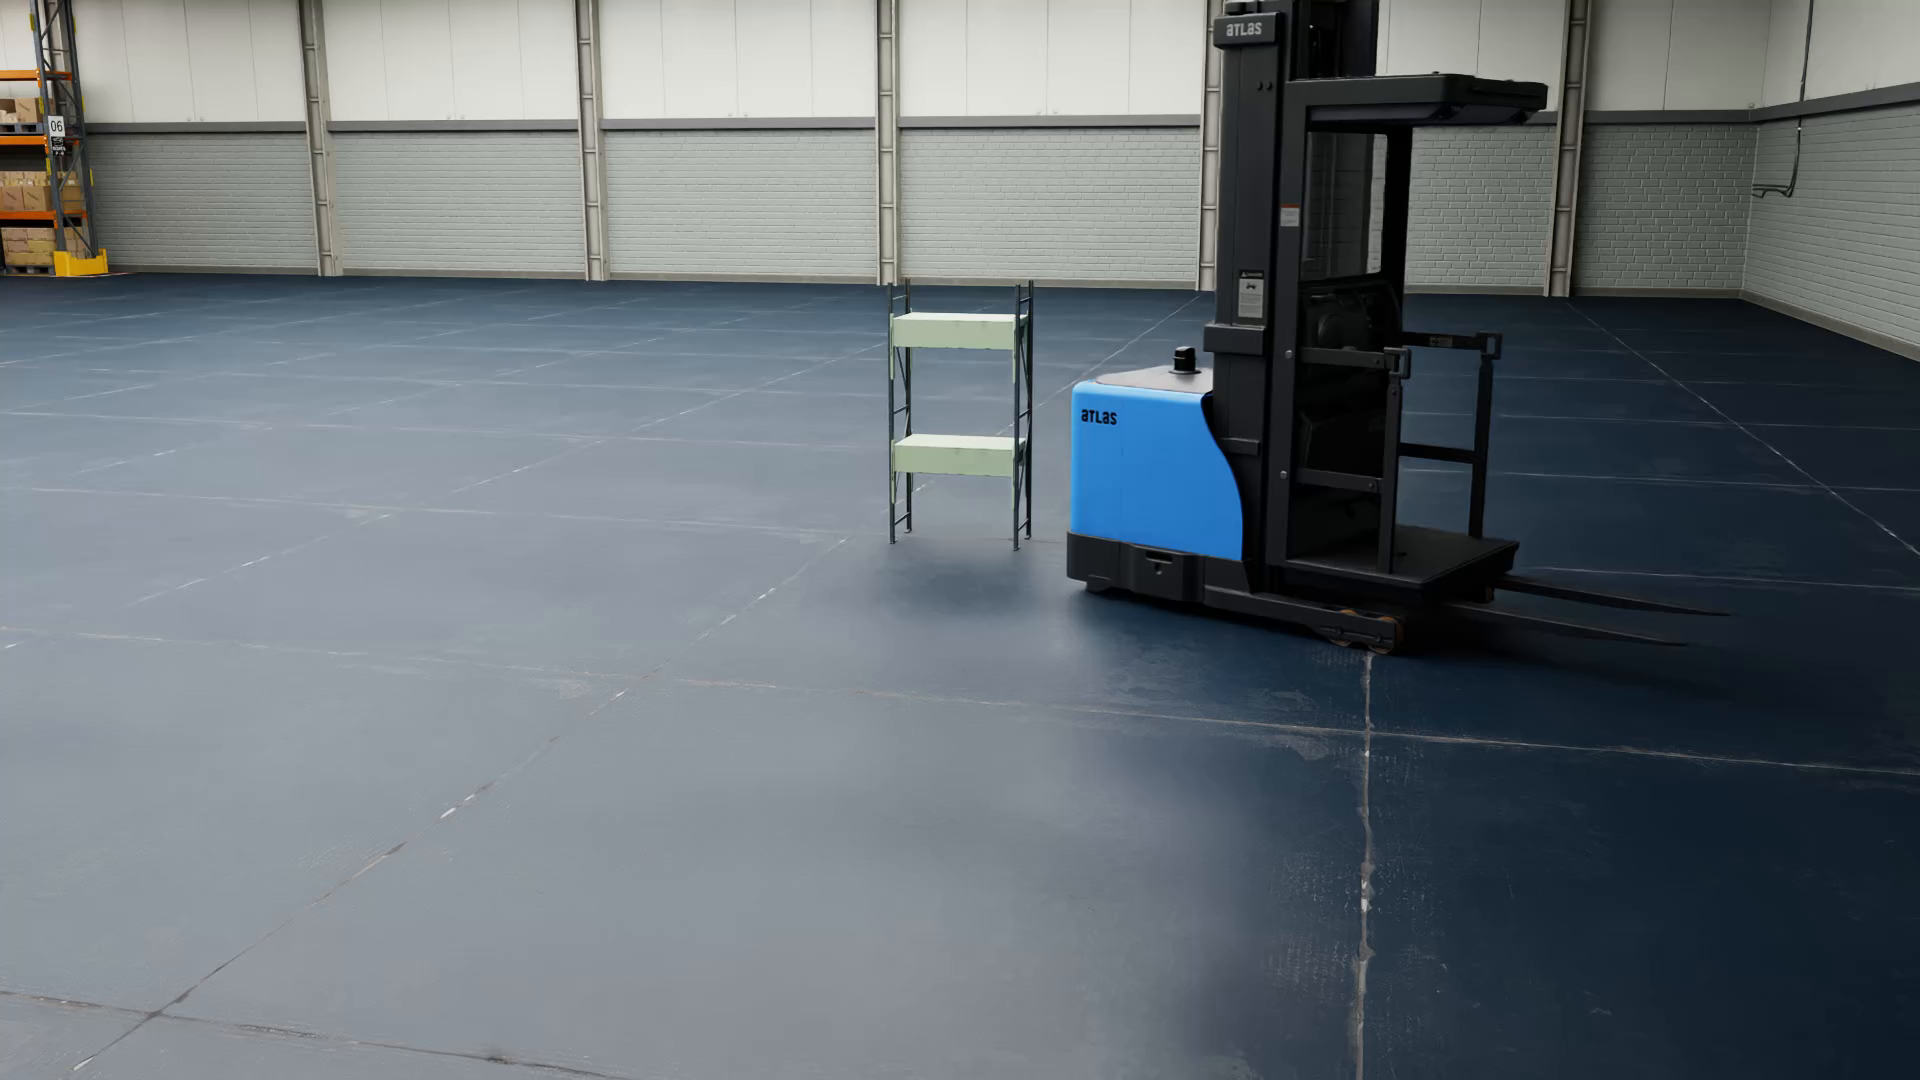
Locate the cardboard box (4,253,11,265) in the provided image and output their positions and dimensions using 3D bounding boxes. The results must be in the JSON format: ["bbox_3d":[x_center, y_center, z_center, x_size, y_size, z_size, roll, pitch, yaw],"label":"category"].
[{"bbox_3d":[-19.855,-5.890,34.735,0.500,0.250,0.500,3,13,14],"label":"cardboard box"}]

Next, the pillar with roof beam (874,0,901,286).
[{"bbox_3d":[-2.375,-8.329,26.498,0.400,9.000,9.100,3,13,14],"label":"pillar with roof beam"}]

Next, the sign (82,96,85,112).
[{"bbox_3d":[-18.221,-9.060,34.518,0.005,0.325,0.100,3,13,14],"label":"sign"}]

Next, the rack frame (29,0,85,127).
[{"bbox_3d":[-18.359,-9.942,33.771,0.127,3.000,1.000,3,13,14],"label":"rack frame"}]

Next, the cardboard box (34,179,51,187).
[{"bbox_3d":[-18.763,-7.338,34.156,0.250,0.149,0.380,3,13,14],"label":"cardboard box"}]

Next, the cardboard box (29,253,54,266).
[{"bbox_3d":[-18.891,-5.834,34.484,0.500,0.250,0.500,3,13,14],"label":"cardboard box"}]

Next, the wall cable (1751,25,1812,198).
[{"bbox_3d":[12.850,-6.664,26.165,0.112,2.526,3.097,3,13,14],"label":"wall cable"}]

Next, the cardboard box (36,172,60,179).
[{"bbox_3d":[-18.758,-7.499,34.192,0.250,0.149,0.380,3,13,14],"label":"cardboard box"}]

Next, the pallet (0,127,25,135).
[{"bbox_3d":[-20.228,-8.540,34.579,1.213,0.211,1.003,3,13,14],"label":"pallet"}]

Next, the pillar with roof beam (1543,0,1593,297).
[{"bbox_3d":[9.275,-7.706,23.691,0.400,9.000,9.100,3,13,14],"label":"pillar with roof beam"}]

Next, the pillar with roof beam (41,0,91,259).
[{"bbox_3d":[-19.851,-9.263,30.708,0.400,9.000,9.100,3,13,14],"label":"pillar with roof beam"}]

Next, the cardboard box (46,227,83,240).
[{"bbox_3d":[-18.781,-6.429,34.857,0.500,0.250,0.500,3,13,13],"label":"cardboard box"}]

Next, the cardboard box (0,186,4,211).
[{"bbox_3d":[-19.899,-7.088,34.526,0.500,0.500,0.500,3,13,12],"label":"cardboard box"}]

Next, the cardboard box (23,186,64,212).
[{"bbox_3d":[-18.900,-7.033,34.276,0.500,0.500,0.500,3,13,12],"label":"cardboard box"}]

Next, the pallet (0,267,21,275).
[{"bbox_3d":[-20.293,-5.747,35.150,1.213,0.211,1.003,3,13,14],"label":"pallet"}]

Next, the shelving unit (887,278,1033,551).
[{"bbox_3d":[0.006,-0.732,9.570,0.755,1.500,0.431,3,13,14],"label":"shelving unit"}]

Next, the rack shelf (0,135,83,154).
[{"bbox_3d":[-20.301,-8.231,34.642,4.000,0.370,1.077,3,13,14],"label":"rack shelf"}]

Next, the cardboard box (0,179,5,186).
[{"bbox_3d":[-19.764,-7.391,34.392,0.250,0.149,0.380,3,13,12],"label":"cardboard box"}]

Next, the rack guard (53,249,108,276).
[{"bbox_3d":[-18.336,-5.792,34.686,0.348,0.500,1.175,3,13,14],"label":"rack guard"}]

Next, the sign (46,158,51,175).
[{"bbox_3d":[-18.503,-7.581,33.759,0.005,0.325,0.100,3,13,14],"label":"sign"}]

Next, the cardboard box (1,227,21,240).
[{"bbox_3d":[-19.871,-6.372,34.600,0.500,0.250,0.500,3,13,14],"label":"cardboard box"}]

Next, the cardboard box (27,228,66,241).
[{"bbox_3d":[-18.881,-6.323,34.377,0.500,0.250,0.500,4,13,15],"label":"cardboard box"}]

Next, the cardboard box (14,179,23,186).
[{"bbox_3d":[-19.256,-7.372,34.306,0.250,0.149,0.380,3,13,15],"label":"cardboard box"}]

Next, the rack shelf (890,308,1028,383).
[{"bbox_3d":[0.006,-1.113,9.485,0.720,0.370,0.431,3,13,14],"label":"rack shelf"}]

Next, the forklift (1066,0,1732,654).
[{"bbox_3d":[2.004,-1.051,7.703,3.031,2.935,1.130,10,16,39],"label":"forklift"}]

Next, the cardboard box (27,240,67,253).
[{"bbox_3d":[-18.907,-6.080,34.437,0.500,0.250,0.500,3,13,13],"label":"cardboard box"}]

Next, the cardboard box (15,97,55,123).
[{"bbox_3d":[-18.848,-8.752,33.902,0.500,0.500,0.500,3,13,15],"label":"cardboard box"}]

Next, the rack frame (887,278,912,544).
[{"bbox_3d":[-0.349,-0.751,9.655,0.023,1.500,0.400,3,13,14],"label":"rack frame"}]

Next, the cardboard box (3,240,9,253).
[{"bbox_3d":[-19.897,-6.131,34.665,0.500,0.250,0.500,3,13,12],"label":"cardboard box"}]

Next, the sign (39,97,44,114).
[{"bbox_3d":[-18.503,-8.758,33.498,0.005,0.325,0.100,3,13,14],"label":"sign"}]

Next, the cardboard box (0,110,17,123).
[{"bbox_3d":[-19.483,-8.659,34.020,0.258,0.266,0.396,3,13,14],"label":"cardboard box"}]

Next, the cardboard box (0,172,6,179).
[{"bbox_3d":[-19.768,-7.532,34.340,0.250,0.149,0.380,3,13,15],"label":"cardboard box"}]

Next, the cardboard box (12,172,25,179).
[{"bbox_3d":[-19.265,-7.513,34.256,0.250,0.149,0.380,3,13,15],"label":"cardboard box"}]
